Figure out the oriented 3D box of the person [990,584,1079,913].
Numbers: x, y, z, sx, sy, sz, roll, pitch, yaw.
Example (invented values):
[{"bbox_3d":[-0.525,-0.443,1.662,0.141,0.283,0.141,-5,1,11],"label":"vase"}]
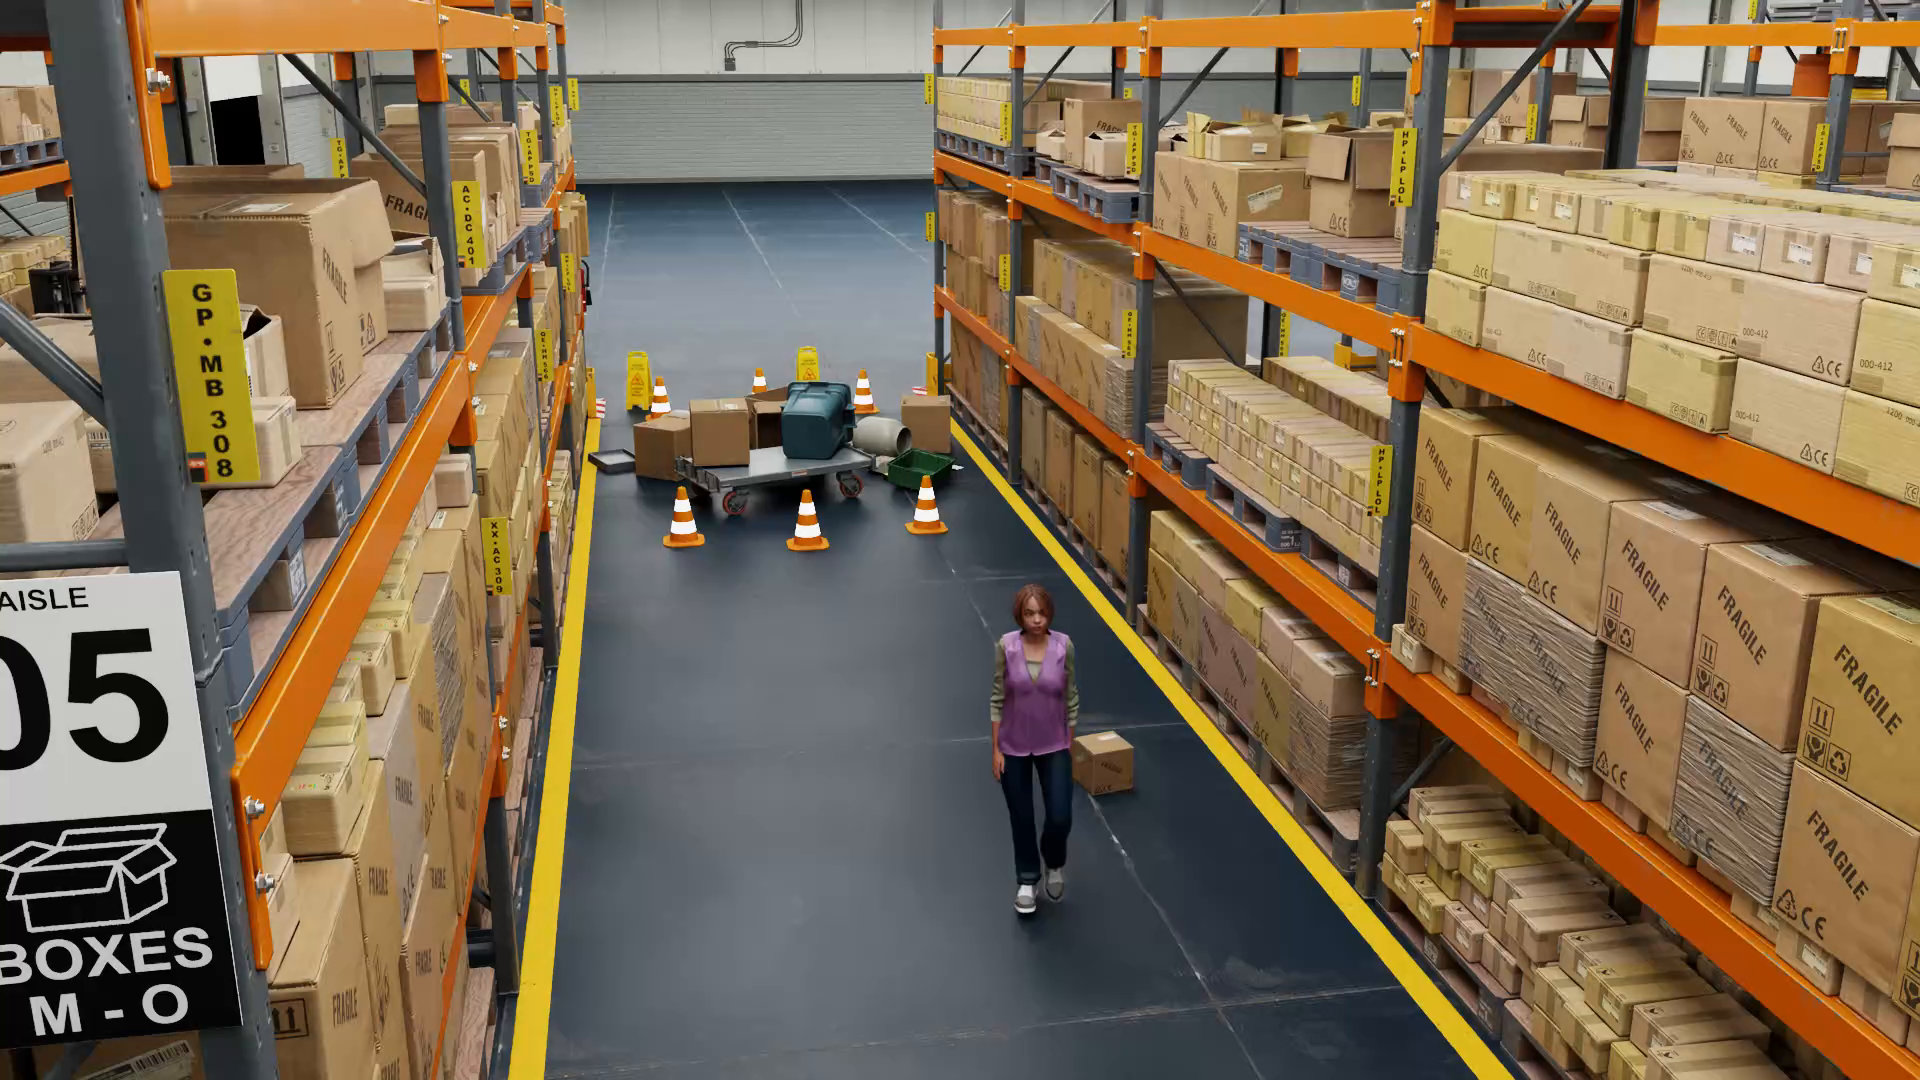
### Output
[{"bbox_3d":[0.341,0.979,7.694,0.410,1.591,0.402,1,17,4],"label":"person"}]
